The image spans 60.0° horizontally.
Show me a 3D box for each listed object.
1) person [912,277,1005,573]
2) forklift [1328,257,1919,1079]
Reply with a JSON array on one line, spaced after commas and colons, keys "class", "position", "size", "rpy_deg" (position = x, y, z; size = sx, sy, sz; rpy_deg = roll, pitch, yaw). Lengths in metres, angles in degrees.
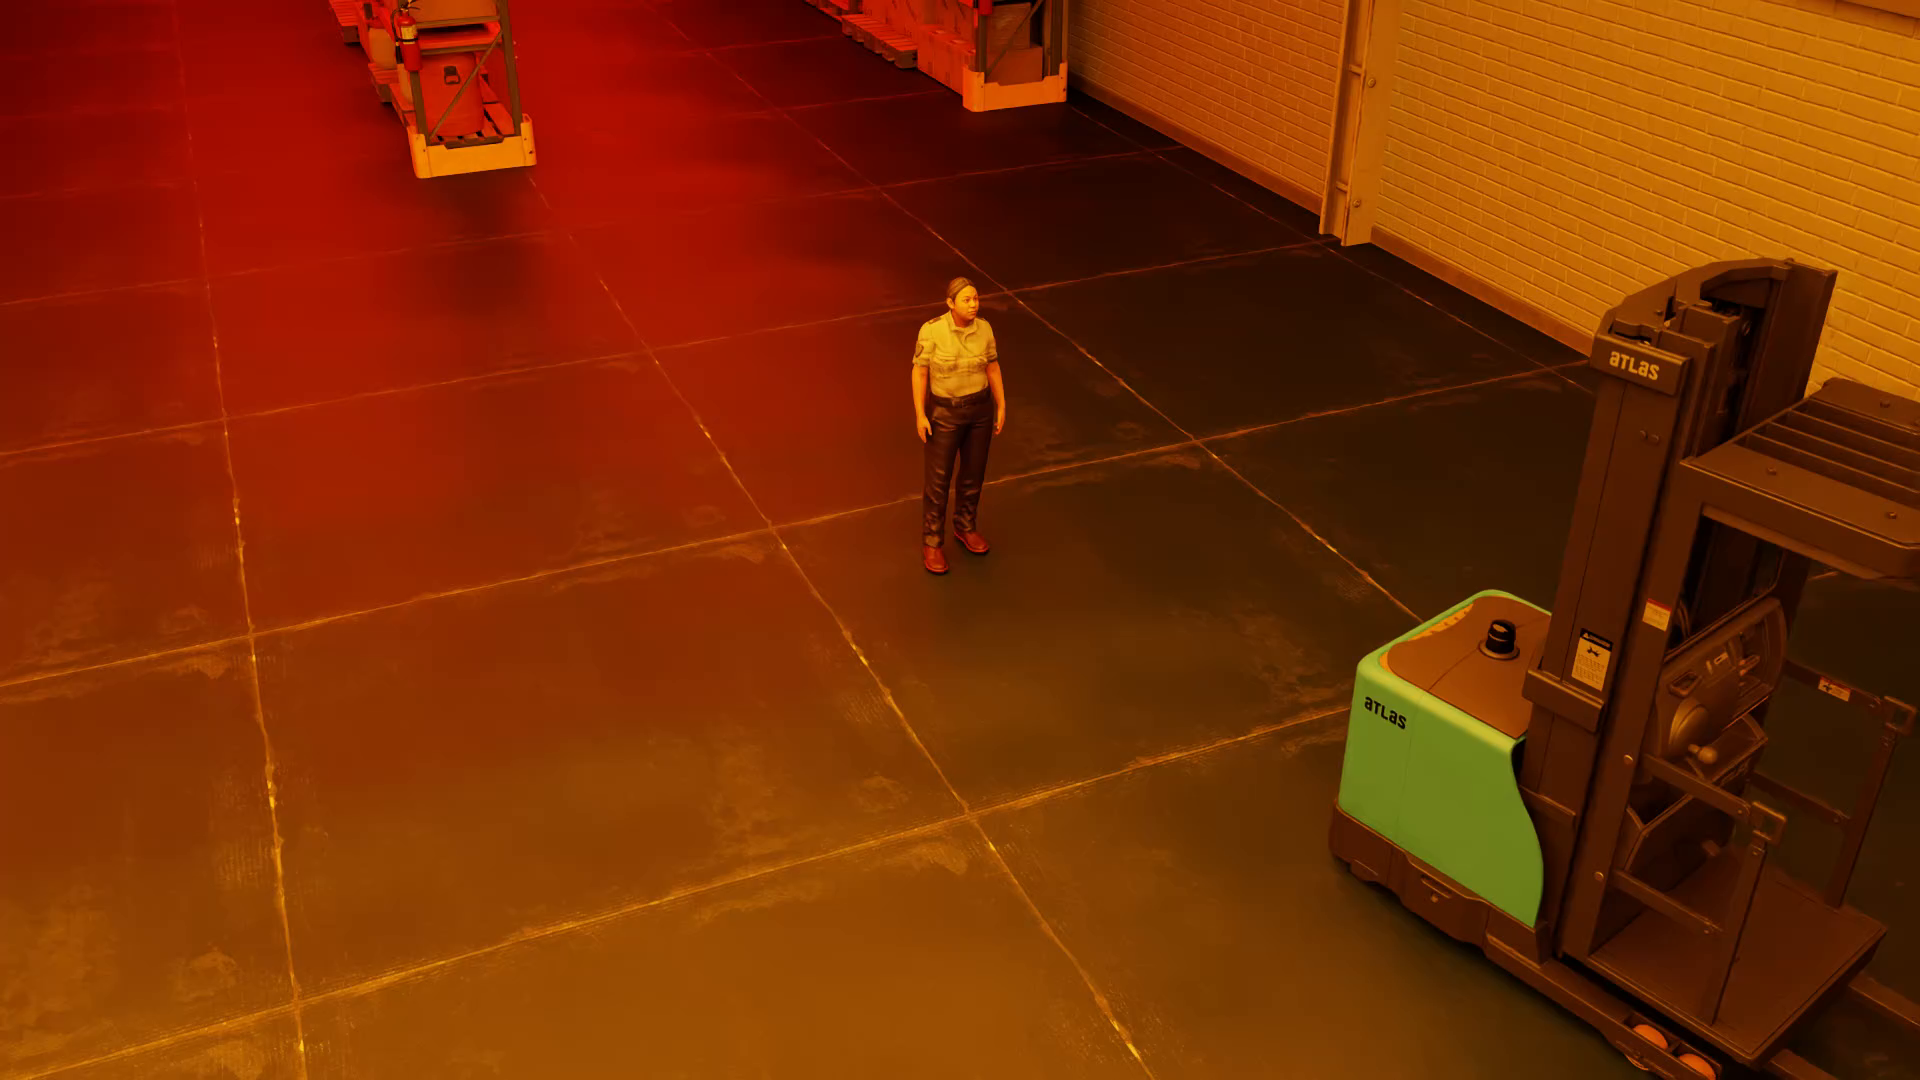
[{"class": "person", "position": [0.015, -0.671, 9.583], "size": [0.598, 1.641, 0.502], "rpy_deg": [-12, 32, -20]}, {"class": "forklift", "position": [2.994, 0.577, 6.111], "size": [1.130, 2.935, 3.031], "rpy_deg": [-22, 37, -34]}]
